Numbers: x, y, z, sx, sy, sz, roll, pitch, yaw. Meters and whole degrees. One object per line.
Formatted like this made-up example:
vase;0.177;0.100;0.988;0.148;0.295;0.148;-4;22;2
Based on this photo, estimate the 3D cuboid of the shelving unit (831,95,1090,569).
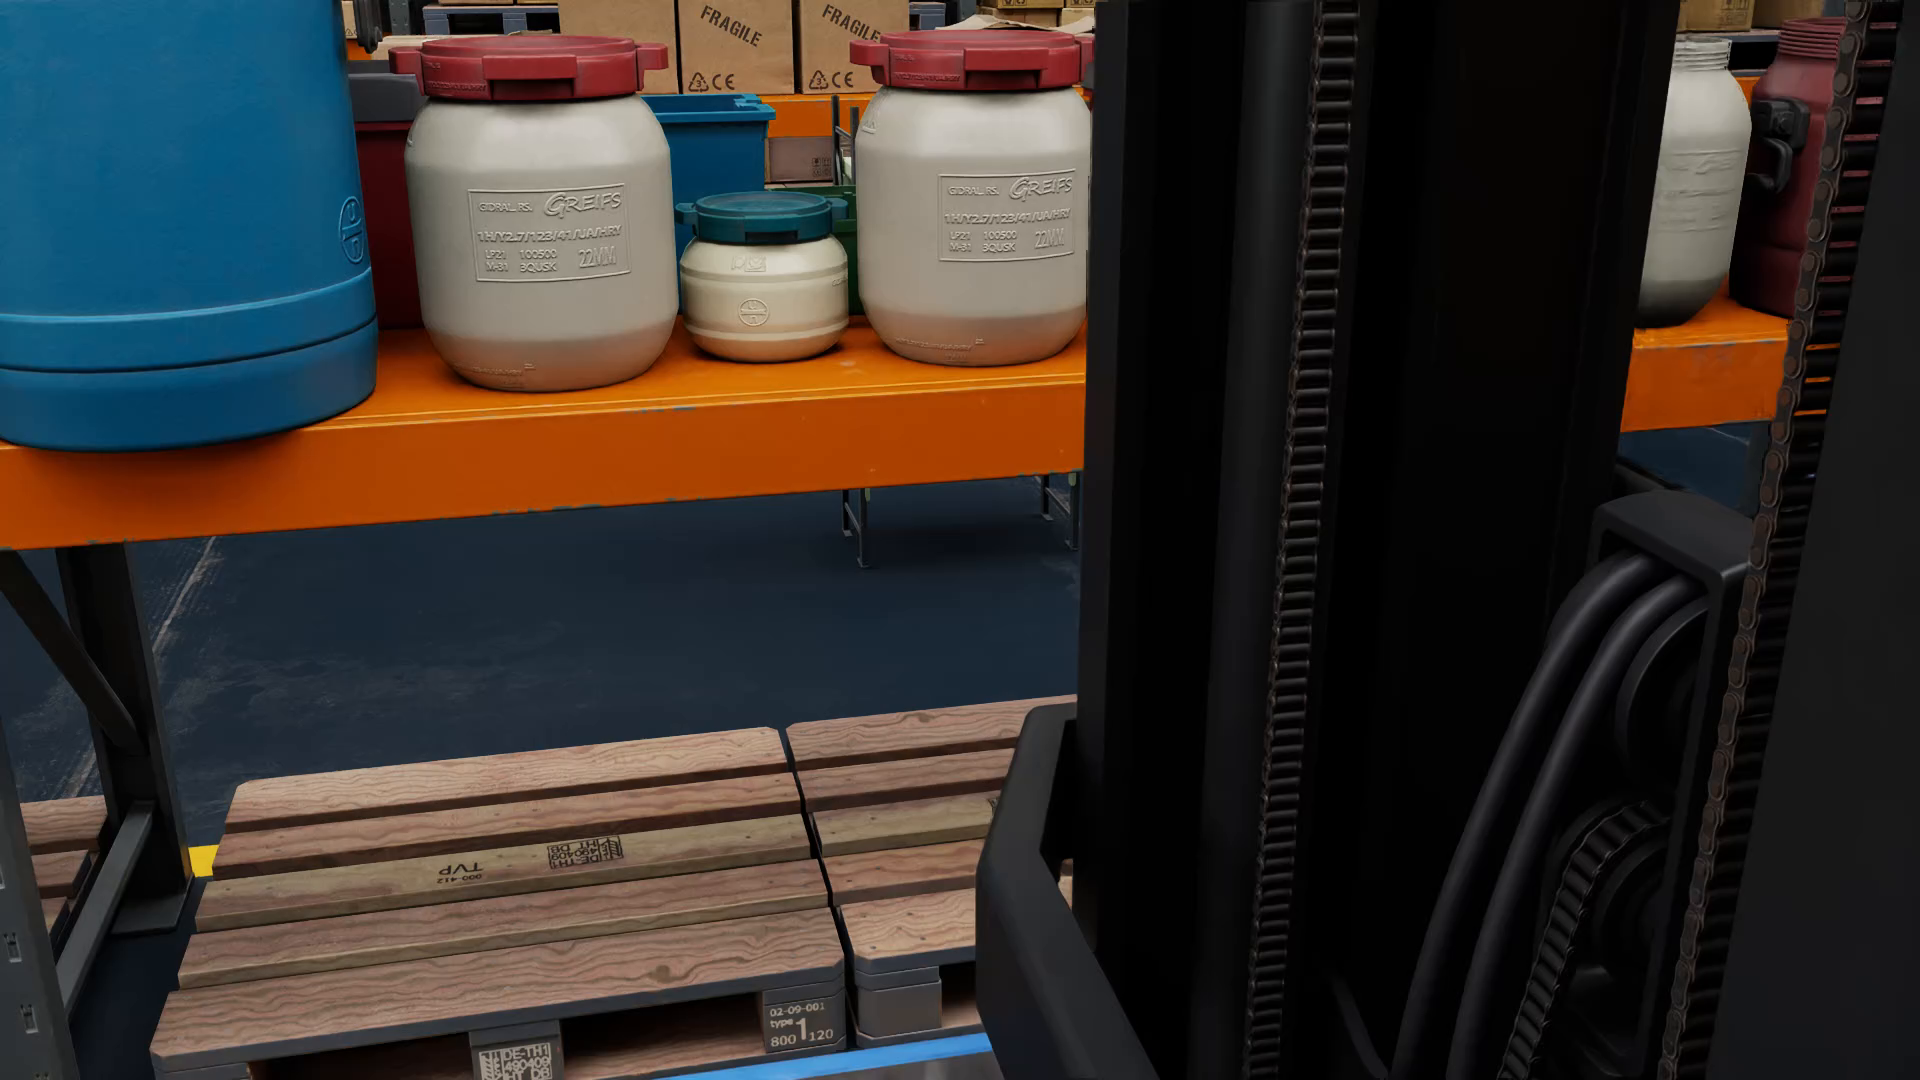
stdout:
shelving unit;-0.006;-0.704;5.555;0.755;1.500;0.431;-5;21;-12

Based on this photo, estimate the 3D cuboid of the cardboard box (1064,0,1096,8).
cardboard box;0.990;-4.296;12.575;0.500;0.500;0.500;-4;20;-11

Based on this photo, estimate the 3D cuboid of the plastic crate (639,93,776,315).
plastic crate;-0.664;-0.660;3.279;0.575;0.384;0.392;-5;21;-12

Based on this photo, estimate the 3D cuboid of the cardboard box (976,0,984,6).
cardboard box;0.346;-4.431;12.942;0.500;0.500;0.500;-5;21;-12

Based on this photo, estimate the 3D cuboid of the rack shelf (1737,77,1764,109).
rack shelf;3.037;-2.272;8.701;4.000;0.370;1.077;-5;21;-12

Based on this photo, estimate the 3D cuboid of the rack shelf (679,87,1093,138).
rack shelf;-0.856;-1.955;7.837;4.000;0.370;1.077;-5;21;-12

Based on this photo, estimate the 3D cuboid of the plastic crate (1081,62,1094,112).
plastic crate;0.583;-0.797;3.537;0.583;0.464;0.402;-5;21;-12

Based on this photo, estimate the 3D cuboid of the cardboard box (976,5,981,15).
cardboard box;0.205;-4.112;13.015;0.250;0.149;0.380;-4;21;-12

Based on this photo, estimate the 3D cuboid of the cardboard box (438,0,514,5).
cardboard box;-3.443;-4.075;11.792;0.500;0.500;0.700;-5;21;-12

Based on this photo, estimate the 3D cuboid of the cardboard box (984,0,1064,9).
cardboard box;0.478;-4.258;12.470;0.500;0.500;0.500;-4;21;-11

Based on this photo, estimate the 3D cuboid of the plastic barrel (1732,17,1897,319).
plastic barrel;1.845;-0.719;3.217;0.708;0.536;0.600;-5;21;-12

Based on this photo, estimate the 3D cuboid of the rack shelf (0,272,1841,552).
rack shelf;0.280;-0.297;3.309;4.000;0.370;1.077;-5;21;-12

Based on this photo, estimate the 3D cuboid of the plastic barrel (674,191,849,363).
plastic barrel;-0.343;-0.465;2.923;0.301;0.262;0.301;0;20;0

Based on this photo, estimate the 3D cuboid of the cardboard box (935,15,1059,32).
cardboard box;0.175;-2.403;8.144;0.500;0.311;0.500;-5;21;-13

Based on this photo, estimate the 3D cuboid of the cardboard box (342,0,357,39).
cardboard box;-4.337;-3.592;11.450;0.500;0.250;0.500;-5;21;-12

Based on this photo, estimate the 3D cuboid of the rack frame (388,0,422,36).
rack frame;-3.946;-3.792;11.806;0.127;3.000;1.000;-5;21;-12

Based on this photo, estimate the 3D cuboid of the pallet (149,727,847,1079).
pallet;-0.911;0.758;3.438;1.213;0.211;1.003;-5;21;-12

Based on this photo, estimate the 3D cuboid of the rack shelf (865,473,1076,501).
rack shelf;-0.006;-0.398;5.667;0.720;0.370;0.431;-5;21;-12

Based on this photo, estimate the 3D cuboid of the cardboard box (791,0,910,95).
cardboard box;-0.539;-2.360;7.750;0.500;0.500;0.500;-6;21;-15

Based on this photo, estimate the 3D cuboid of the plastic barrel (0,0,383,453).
plastic barrel;-1.221;-0.641;2.474;0.708;0.901;0.600;-5;21;-12

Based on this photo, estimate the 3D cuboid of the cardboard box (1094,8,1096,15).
cardboard box;1.062;-4.020;12.764;0.250;0.149;0.380;-5;21;-13

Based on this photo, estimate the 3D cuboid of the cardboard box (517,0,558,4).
cardboard box;-2.897;-4.117;11.907;0.500;0.500;0.700;-3;20;-7

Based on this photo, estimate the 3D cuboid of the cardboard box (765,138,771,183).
cardboard box;-1.747;-3.017;12.684;0.500;0.500;0.700;-5;21;-13

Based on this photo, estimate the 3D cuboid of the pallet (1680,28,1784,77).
pallet;4.180;-2.651;8.969;1.213;0.211;1.003;-5;21;-12

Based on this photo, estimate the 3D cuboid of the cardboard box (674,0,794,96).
cardboard box;-1.051;-2.318;7.637;0.500;0.500;0.500;-5;21;-12

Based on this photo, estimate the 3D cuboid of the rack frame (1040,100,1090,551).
rack frame;0.350;-0.733;5.634;0.023;1.500;0.400;-5;21;-12

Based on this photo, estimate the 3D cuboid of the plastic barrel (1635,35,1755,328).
plastic barrel;1.274;-0.692;3.181;0.421;0.512;0.421;0;20;0

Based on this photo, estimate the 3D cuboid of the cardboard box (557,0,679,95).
cardboard box;-1.539;-2.278;7.528;0.500;0.500;0.500;-3;20;-9

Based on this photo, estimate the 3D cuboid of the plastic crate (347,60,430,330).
plastic crate;-1.265;-0.647;3.127;0.583;0.464;0.402;-5;21;-12

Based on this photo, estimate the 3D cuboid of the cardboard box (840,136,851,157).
cardboard box;-0.742;-3.067;12.822;0.500;0.500;0.700;-4;21;-12

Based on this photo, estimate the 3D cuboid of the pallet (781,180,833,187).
pallet;-0.814;-2.738;12.983;1.213;0.211;1.003;-5;21;-12

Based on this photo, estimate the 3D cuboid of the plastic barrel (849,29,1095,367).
plastic barrel;0.029;-0.600;2.895;0.433;0.535;0.433;0;20;0

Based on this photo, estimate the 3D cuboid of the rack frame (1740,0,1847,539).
rack frame;2.226;-0.793;3.618;0.127;3.000;1.000;-5;21;-12

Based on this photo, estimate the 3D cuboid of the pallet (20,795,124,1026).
pallet;-2.329;0.872;3.126;1.213;0.211;1.003;-5;21;-12

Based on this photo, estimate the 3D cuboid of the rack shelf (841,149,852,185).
rack shelf;-0.006;-1.070;5.421;0.720;0.370;0.431;-5;21;-12

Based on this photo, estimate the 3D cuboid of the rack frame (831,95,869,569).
rack frame;-0.363;-0.675;5.476;0.023;1.500;0.400;-5;21;-12

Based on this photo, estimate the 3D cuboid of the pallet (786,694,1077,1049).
pallet;0.279;0.660;3.705;1.213;0.211;1.003;-5;21;-12

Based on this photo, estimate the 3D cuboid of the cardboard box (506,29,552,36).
cardboard box;-1.989;-2.202;7.662;0.258;0.266;0.396;-5;21;-14

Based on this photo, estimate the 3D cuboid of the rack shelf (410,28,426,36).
rack shelf;-2.000;-3.613;12.362;4.000;0.370;1.077;-5;21;-12

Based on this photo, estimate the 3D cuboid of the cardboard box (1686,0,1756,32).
cardboard box;3.816;-2.974;8.815;0.500;0.500;0.700;-1;20;-4

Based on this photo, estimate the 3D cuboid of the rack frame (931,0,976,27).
rack frame;-0.053;-4.109;12.671;0.127;3.000;1.000;-5;21;-12

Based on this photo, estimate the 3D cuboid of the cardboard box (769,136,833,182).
cardboard box;-1.270;-3.066;12.817;0.500;0.500;0.700;-5;21;-13

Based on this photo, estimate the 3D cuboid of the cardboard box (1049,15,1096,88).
cardboard box;0.726;-2.395;8.122;0.500;0.311;0.500;-3;20;-9

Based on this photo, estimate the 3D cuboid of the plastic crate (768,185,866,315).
plastic crate;-0.036;-0.609;3.424;0.662;0.188;0.450;-5;21;-12

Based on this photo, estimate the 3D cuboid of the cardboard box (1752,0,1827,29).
cardboard box;4.470;-3.049;9.022;0.500;0.500;0.700;-13;24;-31

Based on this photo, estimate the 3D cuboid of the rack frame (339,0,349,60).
rack frame;-2.802;-2.135;7.281;0.127;3.000;1.000;-5;21;-12

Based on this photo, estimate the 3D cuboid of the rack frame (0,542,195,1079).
rack frame;-1.666;-0.476;2.754;0.127;3.000;1.000;-5;21;-12

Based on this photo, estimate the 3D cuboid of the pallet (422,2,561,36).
pallet;-3.169;-3.714;11.872;1.213;0.211;1.003;-5;21;-12

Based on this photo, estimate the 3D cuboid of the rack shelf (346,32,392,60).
rack shelf;-5.892;-3.296;11.498;4.000;0.370;1.077;-5;21;-12

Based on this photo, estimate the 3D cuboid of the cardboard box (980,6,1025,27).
cardboard box;0.320;-3.949;12.570;0.250;0.149;0.380;-5;21;-13

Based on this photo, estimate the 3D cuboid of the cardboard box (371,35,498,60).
cardboard box;-2.333;-2.118;7.453;0.500;0.250;0.500;-3;20;-9

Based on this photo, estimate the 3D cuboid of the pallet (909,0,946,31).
pallet;-0.722;-3.927;12.452;1.003;0.211;1.213;-5;21;-12

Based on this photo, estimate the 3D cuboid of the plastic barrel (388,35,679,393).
plastic barrel;-0.685;-0.542;2.737;0.433;0.535;0.433;0;20;0

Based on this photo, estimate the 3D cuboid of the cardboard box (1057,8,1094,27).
cardboard box;0.846;-3.959;12.597;0.250;0.149;0.380;-4;20;-11

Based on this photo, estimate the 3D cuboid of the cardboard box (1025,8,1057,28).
cardboard box;0.568;-3.966;12.617;0.250;0.149;0.380;-4;21;-12

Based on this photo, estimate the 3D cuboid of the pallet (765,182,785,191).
pallet;-1.999;-2.643;12.723;1.213;0.211;1.003;-5;21;-12

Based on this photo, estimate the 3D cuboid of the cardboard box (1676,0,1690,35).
cardboard box;3.278;-2.851;8.482;0.500;0.500;0.700;-10;23;-26

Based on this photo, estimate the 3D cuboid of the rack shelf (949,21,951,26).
rack shelf;1.893;-3.929;13.227;4.000;0.370;1.077;-5;21;-12
